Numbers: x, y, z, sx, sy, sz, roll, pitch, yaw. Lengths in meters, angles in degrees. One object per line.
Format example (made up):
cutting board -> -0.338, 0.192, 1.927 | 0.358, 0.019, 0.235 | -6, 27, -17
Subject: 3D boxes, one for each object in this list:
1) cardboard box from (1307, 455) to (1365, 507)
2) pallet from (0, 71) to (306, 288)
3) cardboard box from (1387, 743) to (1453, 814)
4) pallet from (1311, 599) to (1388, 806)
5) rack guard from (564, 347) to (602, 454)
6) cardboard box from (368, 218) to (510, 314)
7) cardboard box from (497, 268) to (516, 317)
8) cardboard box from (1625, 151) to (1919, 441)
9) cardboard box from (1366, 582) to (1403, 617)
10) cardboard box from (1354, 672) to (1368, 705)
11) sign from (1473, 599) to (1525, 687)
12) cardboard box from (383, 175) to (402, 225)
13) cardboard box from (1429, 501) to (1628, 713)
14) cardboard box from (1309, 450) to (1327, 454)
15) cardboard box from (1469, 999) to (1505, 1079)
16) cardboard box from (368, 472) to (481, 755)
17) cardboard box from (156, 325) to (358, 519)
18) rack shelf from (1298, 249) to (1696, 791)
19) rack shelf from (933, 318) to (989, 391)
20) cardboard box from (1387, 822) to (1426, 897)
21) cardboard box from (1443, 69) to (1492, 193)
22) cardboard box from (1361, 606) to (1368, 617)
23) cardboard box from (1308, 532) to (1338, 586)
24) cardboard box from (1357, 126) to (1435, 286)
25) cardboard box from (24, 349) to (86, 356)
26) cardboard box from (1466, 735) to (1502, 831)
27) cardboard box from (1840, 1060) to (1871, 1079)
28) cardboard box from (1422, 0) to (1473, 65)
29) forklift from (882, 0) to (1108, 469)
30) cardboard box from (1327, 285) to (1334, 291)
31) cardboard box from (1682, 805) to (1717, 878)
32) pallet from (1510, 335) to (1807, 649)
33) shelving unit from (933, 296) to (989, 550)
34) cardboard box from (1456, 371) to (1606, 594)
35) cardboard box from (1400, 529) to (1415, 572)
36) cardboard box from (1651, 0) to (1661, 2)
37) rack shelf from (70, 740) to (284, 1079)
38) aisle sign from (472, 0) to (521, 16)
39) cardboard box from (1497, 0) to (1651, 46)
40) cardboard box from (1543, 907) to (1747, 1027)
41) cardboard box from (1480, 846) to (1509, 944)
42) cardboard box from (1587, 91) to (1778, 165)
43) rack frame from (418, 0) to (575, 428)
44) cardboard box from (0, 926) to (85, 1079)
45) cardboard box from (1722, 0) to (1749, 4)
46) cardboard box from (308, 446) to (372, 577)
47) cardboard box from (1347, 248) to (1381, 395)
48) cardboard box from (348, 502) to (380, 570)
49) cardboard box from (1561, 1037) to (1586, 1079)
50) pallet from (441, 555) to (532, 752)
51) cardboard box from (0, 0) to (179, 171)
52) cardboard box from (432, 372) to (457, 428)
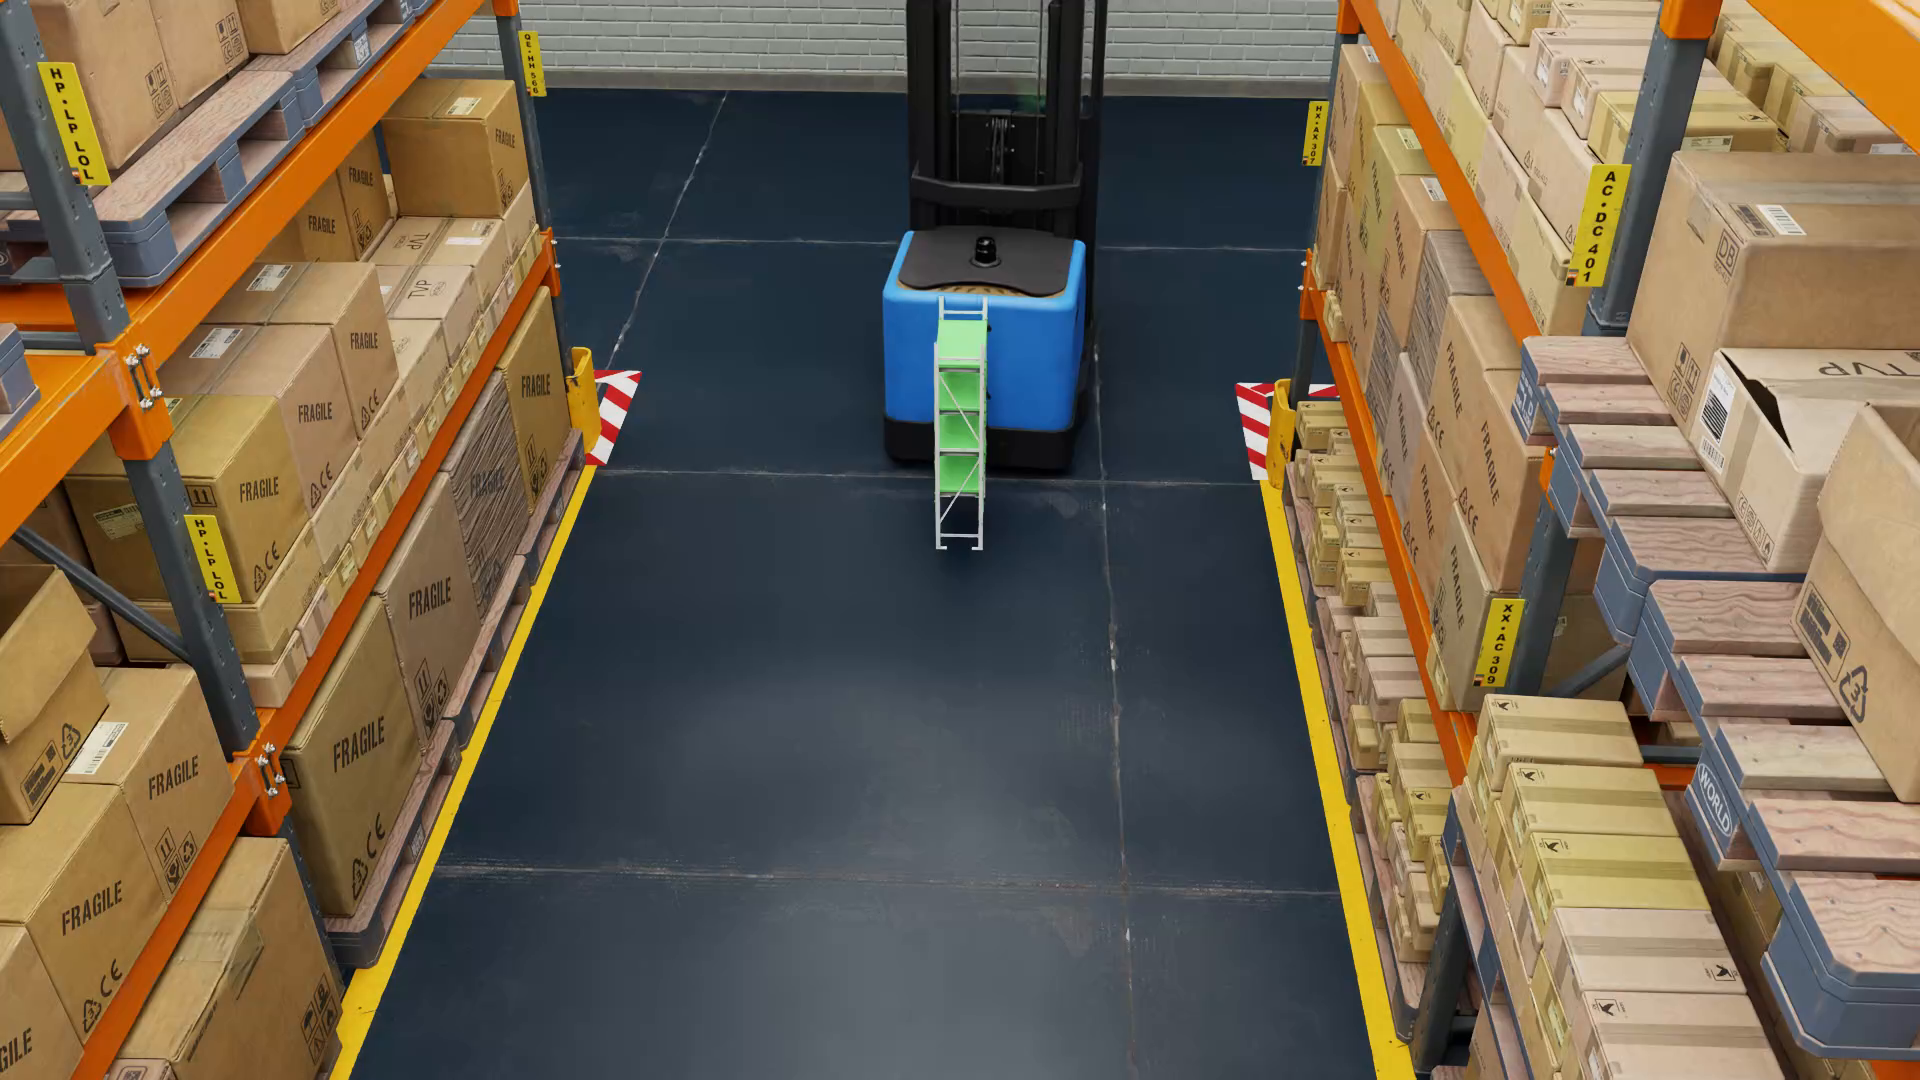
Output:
cardboard box -> 1.904, -0.283, 8.087 | 0.380, 0.149, 0.250 | 1, 35, 2
pallet -> -2.776, -1.166, 5.214 | 1.003, 0.211, 1.213 | 1, 35, 2
cardboard box -> 1.860, 0.917, 6.379 | 0.380, 0.149, 0.250 | 1, 35, 1
pallet -> 2.170, 0.719, 7.489 | 1.003, 0.211, 1.213 | 1, 35, 2
rack guard -> -2.658, -0.794, 9.391 | 1.175, 0.500, 0.348 | 1, 35, 2
cardboard box -> -2.434, -1.288, 7.791 | 0.500, 0.250, 0.500 | 1, 35, 1
cardboard box -> -2.364, -1.194, 8.004 | 0.380, 0.149, 0.250 | 1, 35, 2
cardboard box -> 2.007, -0.557, 3.819 | 0.700, 0.500, 0.500 | 1, 35, 2
cardboard box -> 1.985, 0.317, 7.233 | 0.380, 0.149, 0.250 | 1, 35, 2
cardboard box -> 1.927, 0.686, 7.225 | 0.380, 0.149, 0.250 | 2, 35, 3
sign -> 1.590, 0.305, 4.900 | 0.100, 0.325, 0.005 | 1, 35, 2
cardboard box -> -2.948, -1.594, 8.227 | 0.500, 0.250, 0.500 | 0, 35, 1
cardboard box -> 1.870, 0.220, 5.428 | 0.500, 0.500, 0.500 | 1, 35, 2
cardboard box -> 2.016, -0.463, 8.601 | 0.380, 0.149, 0.250 | 3, 35, 4
cardboard box -> 1.839, 1.630, 4.924 | 0.500, 0.250, 0.500 | 0, 35, 0
cardboard box -> -2.677, 0.298, 7.146 | 0.875, 0.875, 0.875 | 1, 35, 2
cardboard box -> -2.517, -0.424, 5.910 | 0.500, 0.500, 0.500 | 1, 35, 2
rack shelf -> 2.213, -0.187, 6.979 | 1.077, 0.370, 4.000 | 1, 35, 2
rack shelf -> 0.007, -0.926, 8.247 | 0.258, 0.148, 0.480 | 1, 35, 2
cardboard box -> 1.826, 1.196, 6.240 | 0.380, 0.149, 0.250 | 0, 35, 0
cardboard box -> 1.934, -1.365, 5.551 | 0.500, 0.250, 0.500 | 1, 35, 1
cardboard box -> 2.023, 0.292, 7.527 | 0.380, 0.149, 0.250 | 3, 35, 4
cardboard box -> 1.901, 0.097, 8.063 | 0.380, 0.149, 0.250 | 2, 35, 2
cardboard box -> 1.953, -1.362, 6.810 | 0.500, 0.500, 0.500 | 1, 35, 1
cardboard box -> -3.044, -0.430, 5.919 | 0.500, 0.500, 0.500 | 2, 35, 2
cardboard box -> 1.657, 0.692, 4.696 | 0.380, 0.149, 0.250 | 2, 35, 3
cardboard box -> 2.273, 1.310, 3.817 | 0.380, 0.149, 0.250 | 0, 35, -1
cardboard box -> 1.945, -1.874, 5.841 | 0.500, 0.250, 0.500 | 0, 35, 0
forklift -> 0.284, -2.423, 9.594 | 1.130, 2.935, 3.031 | 4, 35, 6
cardboard box -> 1.984, -1.202, 8.016 | 0.380, 0.149, 0.250 | 3, 35, 4
cardboard box -> 2.314, 0.831, 4.758 | 0.380, 0.149, 0.250 | 1, 35, 1
pallet -> 2.001, -0.131, 3.828 | 1.213, 0.211, 1.003 | 1, 35, 2
shelving unit -> 0.007, -0.586, 8.486 | 0.258, 1.200, 0.503 | 1, 35, 2
cardboard box -> 1.881, -0.181, 5.129 | 0.500, 0.500, 0.500 | 0, 35, 0
cardboard box -> 1.898, -0.006, 6.314 | 0.380, 0.149, 0.250 | 0, 35, 0
cardboard box -> 2.450, -1.549, 5.378 | 0.500, 0.250, 0.500 | 2, 35, 3
rack shelf -> -2.900, 1.938, 3.955 | 1.077, 0.370, 4.000 | 1, 35, 2
aisle sign -> -2.356, -2.901, 7.954 | 0.394, 0.787, 0.004 | 1, 35, 2
cardboard box -> 1.906, -1.651, 5.177 | 0.380, 0.149, 0.250 | 0, 35, 0
cardboard box -> 1.627, 1.022, 3.969 | 0.380, 0.149, 0.250 | 1, 35, 1
cardboard box -> 1.652, 0.974, 4.555 | 0.380, 0.149, 0.250 | 2, 35, 3
cardboard box -> 1.872, -1.052, 4.324 | 0.380, 0.149, 0.250 | 0, 35, 0
rack frame -> -2.659, -1.803, 8.653 | 1.000, 3.000, 0.127 | 1, 35, 2
cardboard box -> -2.606, 1.313, 4.131 | 0.500, 0.500, 0.500 | 1, 35, 1
cardboard box -> 2.430, -1.626, 5.141 | 0.380, 0.149, 0.250 | 0, 35, 0
cardboard box -> -2.514, -0.115, 6.122 | 0.500, 0.250, 0.500 | 1, 35, 2
cardboard box -> 1.971, -0.953, 7.097 | 0.500, 0.500, 0.500 | 2, 35, 3
cardboard box -> -2.446, -0.018, 6.331 | 0.380, 0.149, 0.250 | 0, 35, 1
cardboard box -> 1.620, 1.294, 3.840 | 0.380, 0.149, 0.250 | 3, 35, 4
pallet -> -2.664, 0.498, 7.804 | 1.003, 0.211, 1.213 | 1, 35, 2
cardboard box -> -2.848, -1.437, 4.984 | 0.700, 0.500, 0.500 | -1, 35, -1
cardboard box -> -2.406, -0.610, 7.174 | 0.380, 0.149, 0.250 | 2, 35, 3
